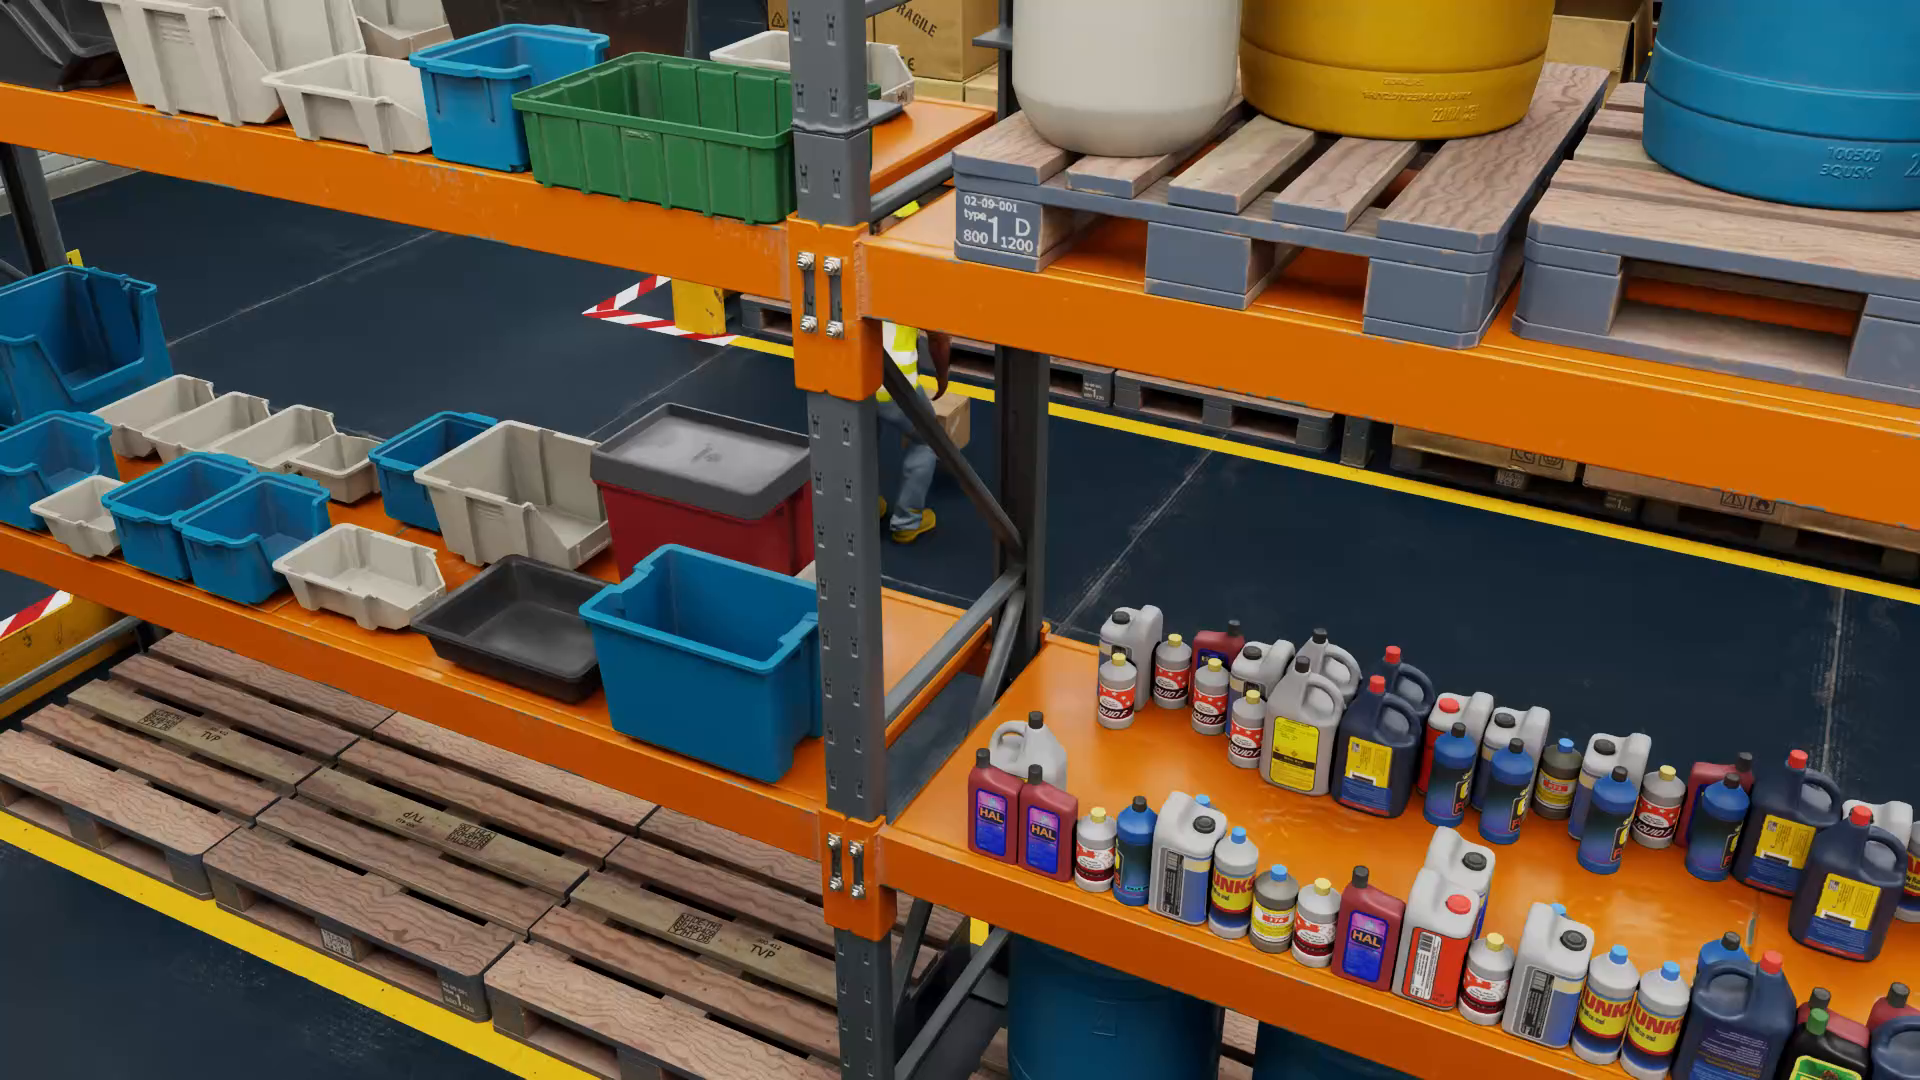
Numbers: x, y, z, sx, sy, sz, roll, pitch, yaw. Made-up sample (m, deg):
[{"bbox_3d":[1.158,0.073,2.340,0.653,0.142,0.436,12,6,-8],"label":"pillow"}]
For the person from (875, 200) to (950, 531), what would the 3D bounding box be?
[{"bbox_3d":[-0.350,-0.801,7.642,0.610,1.500,0.644,15,33,24],"label":"person"}]
